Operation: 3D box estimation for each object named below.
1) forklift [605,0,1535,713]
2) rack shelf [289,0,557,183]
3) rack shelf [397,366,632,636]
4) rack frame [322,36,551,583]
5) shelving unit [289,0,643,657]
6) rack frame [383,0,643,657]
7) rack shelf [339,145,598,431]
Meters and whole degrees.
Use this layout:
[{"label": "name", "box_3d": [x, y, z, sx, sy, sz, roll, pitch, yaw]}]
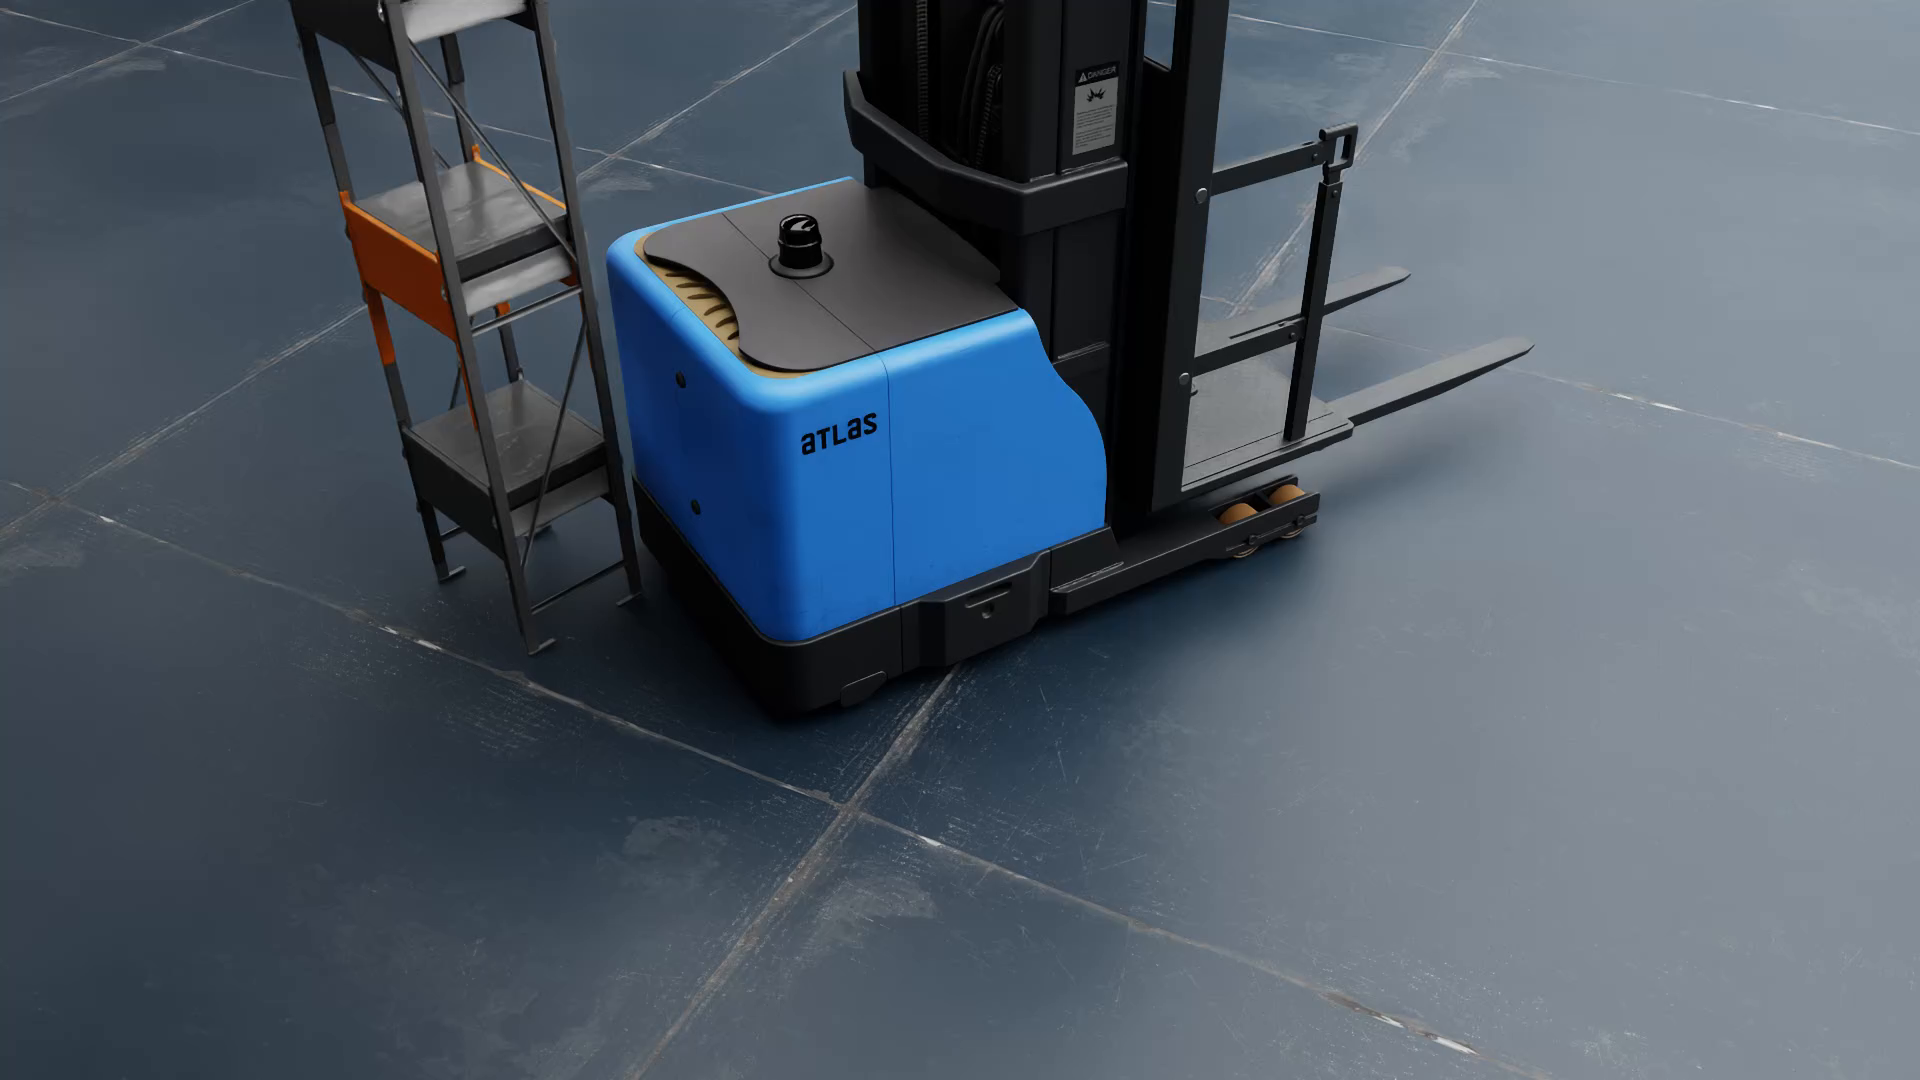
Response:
[{"label": "forklift", "box_3d": [0.534, -1.365, 4.624, 3.031, 2.935, 1.130, -20, 42, -25]}, {"label": "rack shelf", "box_3d": [-1.293, -1.236, 4.001, 0.480, 0.518, 0.431, 31, 47, 35]}, {"label": "rack shelf", "box_3d": [-1.279, -0.122, 4.848, 0.480, 0.518, 0.431, 31, 47, 35]}, {"label": "rack frame", "box_3d": [-1.459, -0.793, 4.554, 0.015, 2.100, 0.400, 31, 47, 35]}, {"label": "shelving unit", "box_3d": [-1.287, -0.690, 4.416, 0.503, 2.100, 0.431, 31, 47, 35]}, {"label": "rack frame", "box_3d": [-1.114, -0.587, 4.278, 0.015, 2.100, 0.400, 31, 47, 35]}, {"label": "rack shelf", "box_3d": [-1.286, -0.679, 4.424, 0.480, 0.518, 0.431, 31, 47, 35]}]
